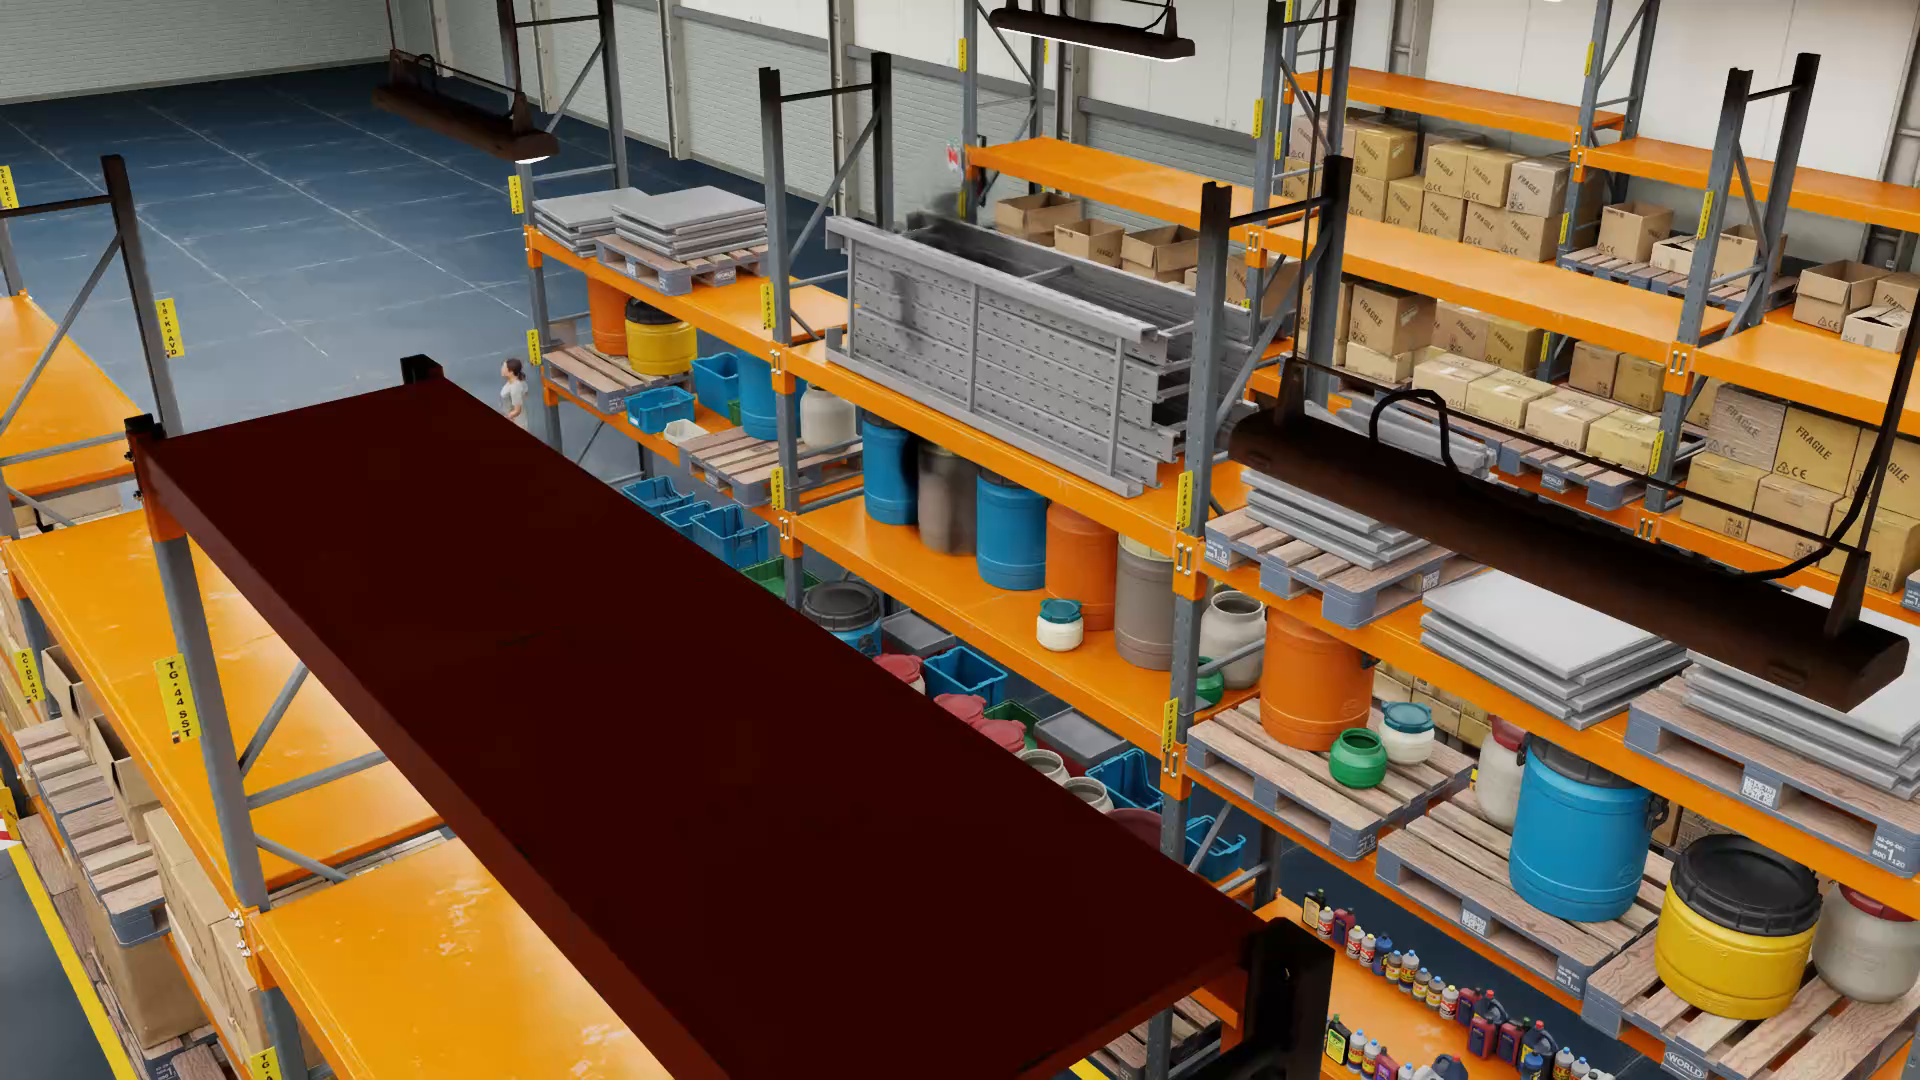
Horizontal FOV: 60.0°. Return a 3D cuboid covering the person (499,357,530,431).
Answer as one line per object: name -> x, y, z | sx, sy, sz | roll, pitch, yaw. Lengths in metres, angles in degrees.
person -> -5.105, -1.331, 19.170 | 0.562, 1.626, 0.571 | -6, 26, -12
